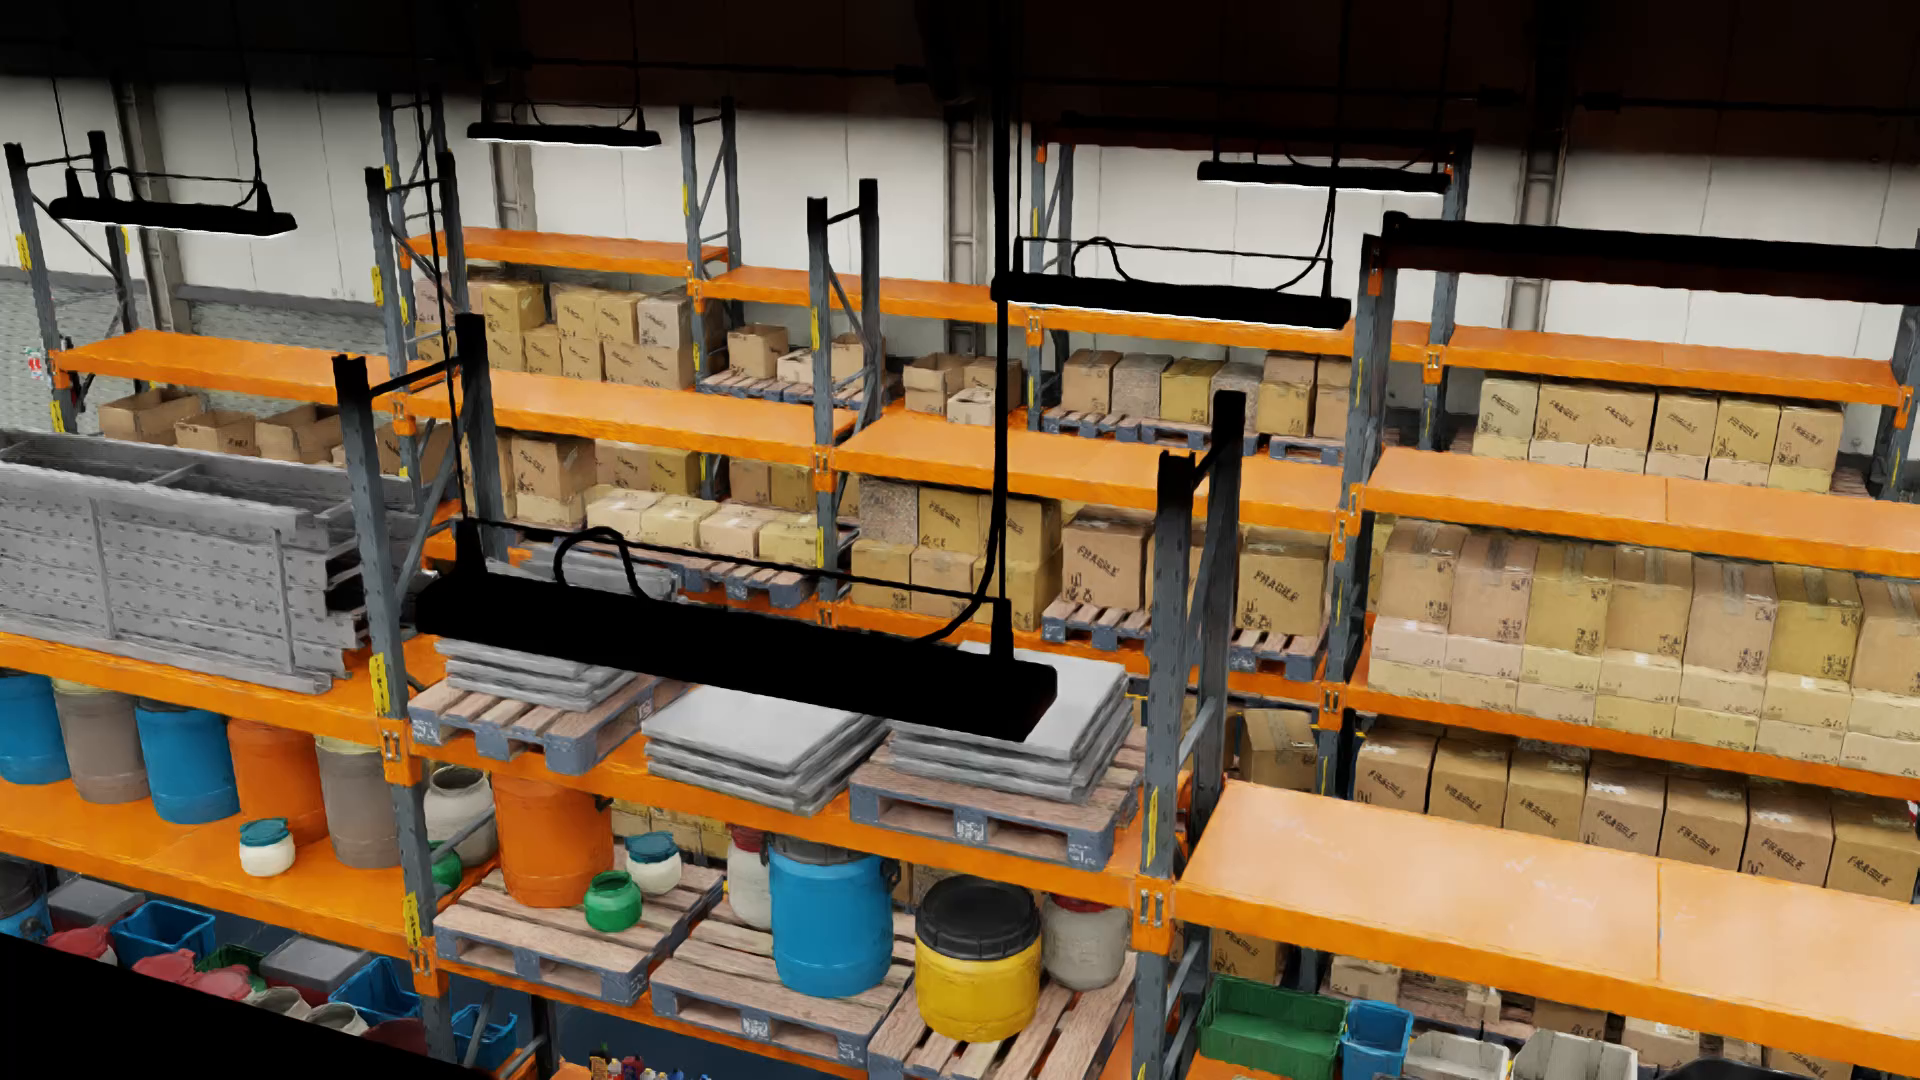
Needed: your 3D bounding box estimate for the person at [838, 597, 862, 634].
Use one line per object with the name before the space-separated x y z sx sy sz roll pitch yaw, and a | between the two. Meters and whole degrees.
person | -1.209 1.328 16.475 1.111 1.725 0.600 8 22 19
